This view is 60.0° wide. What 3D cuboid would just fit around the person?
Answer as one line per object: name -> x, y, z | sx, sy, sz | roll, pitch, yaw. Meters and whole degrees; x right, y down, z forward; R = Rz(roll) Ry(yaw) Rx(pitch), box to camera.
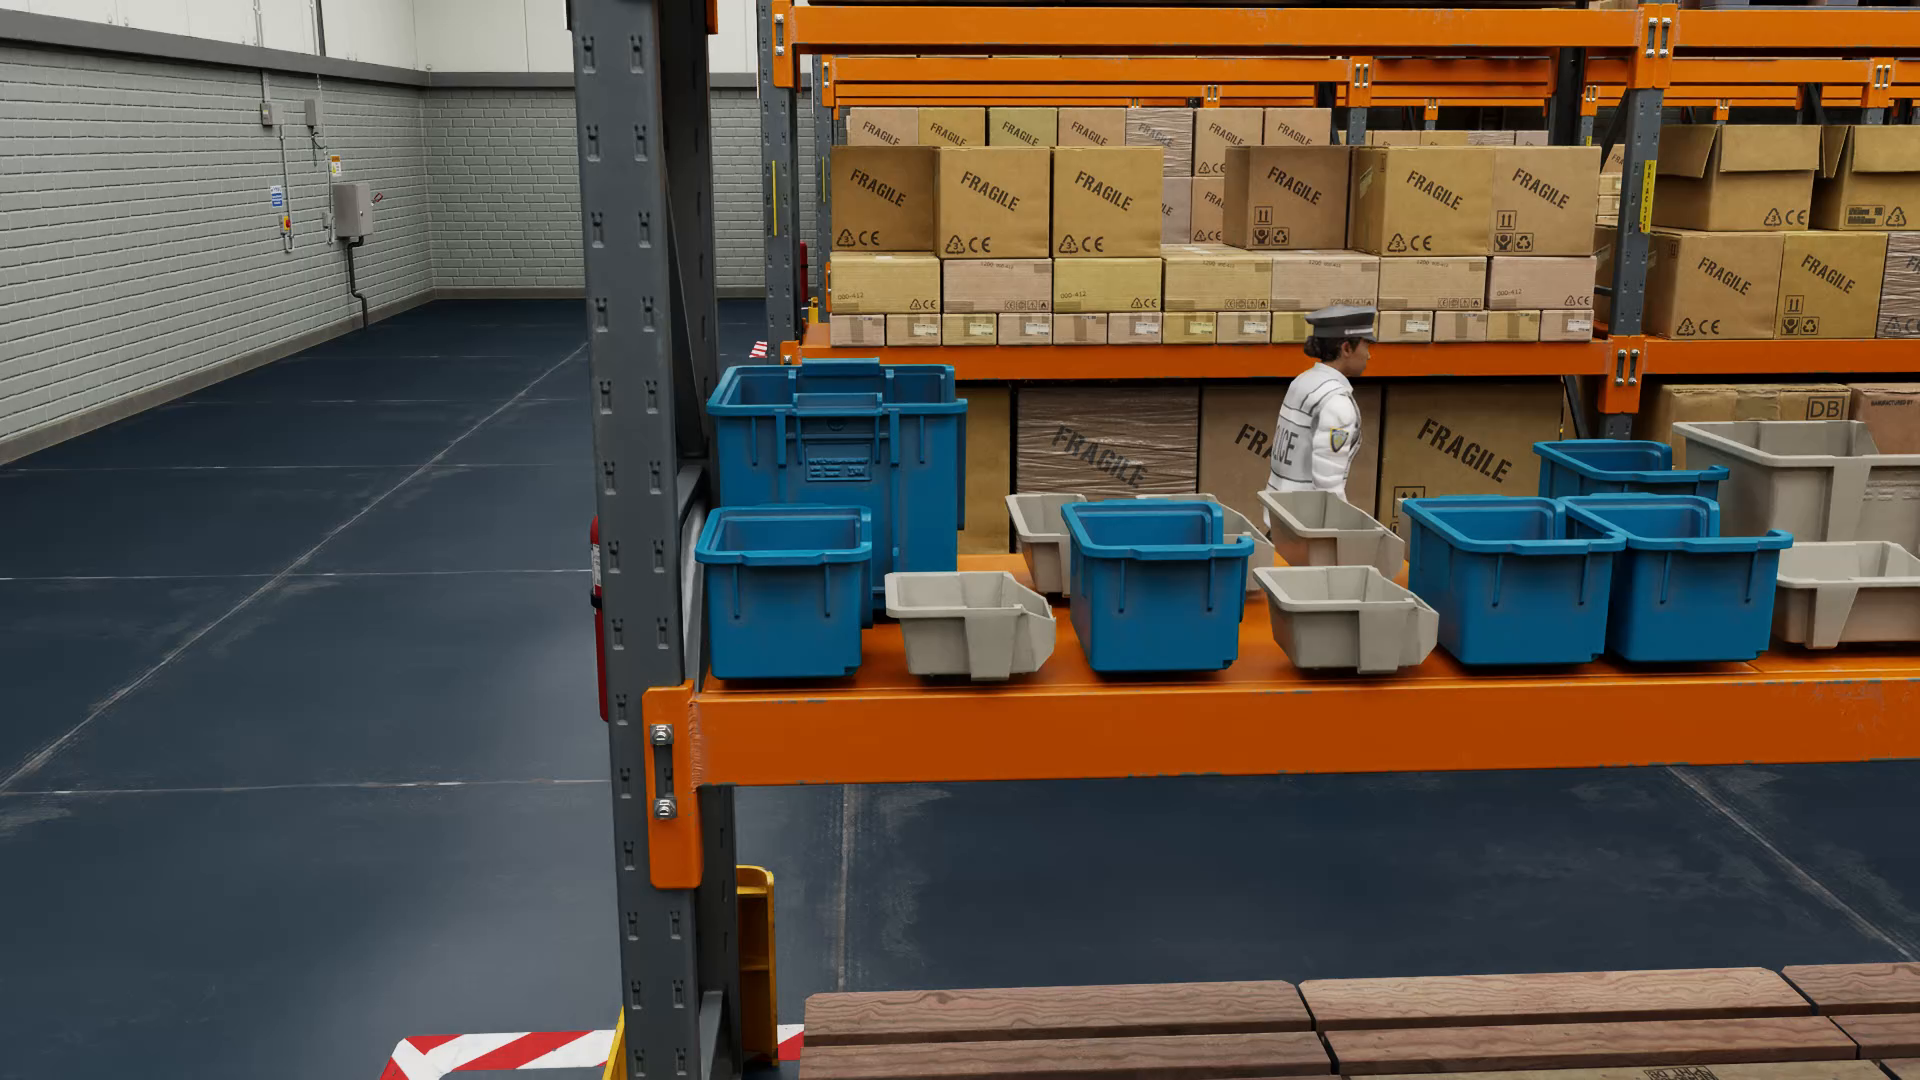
person -> 1.306, -0.020, 6.069 | 0.372, 1.663, 0.528 | -1, 14, -3
